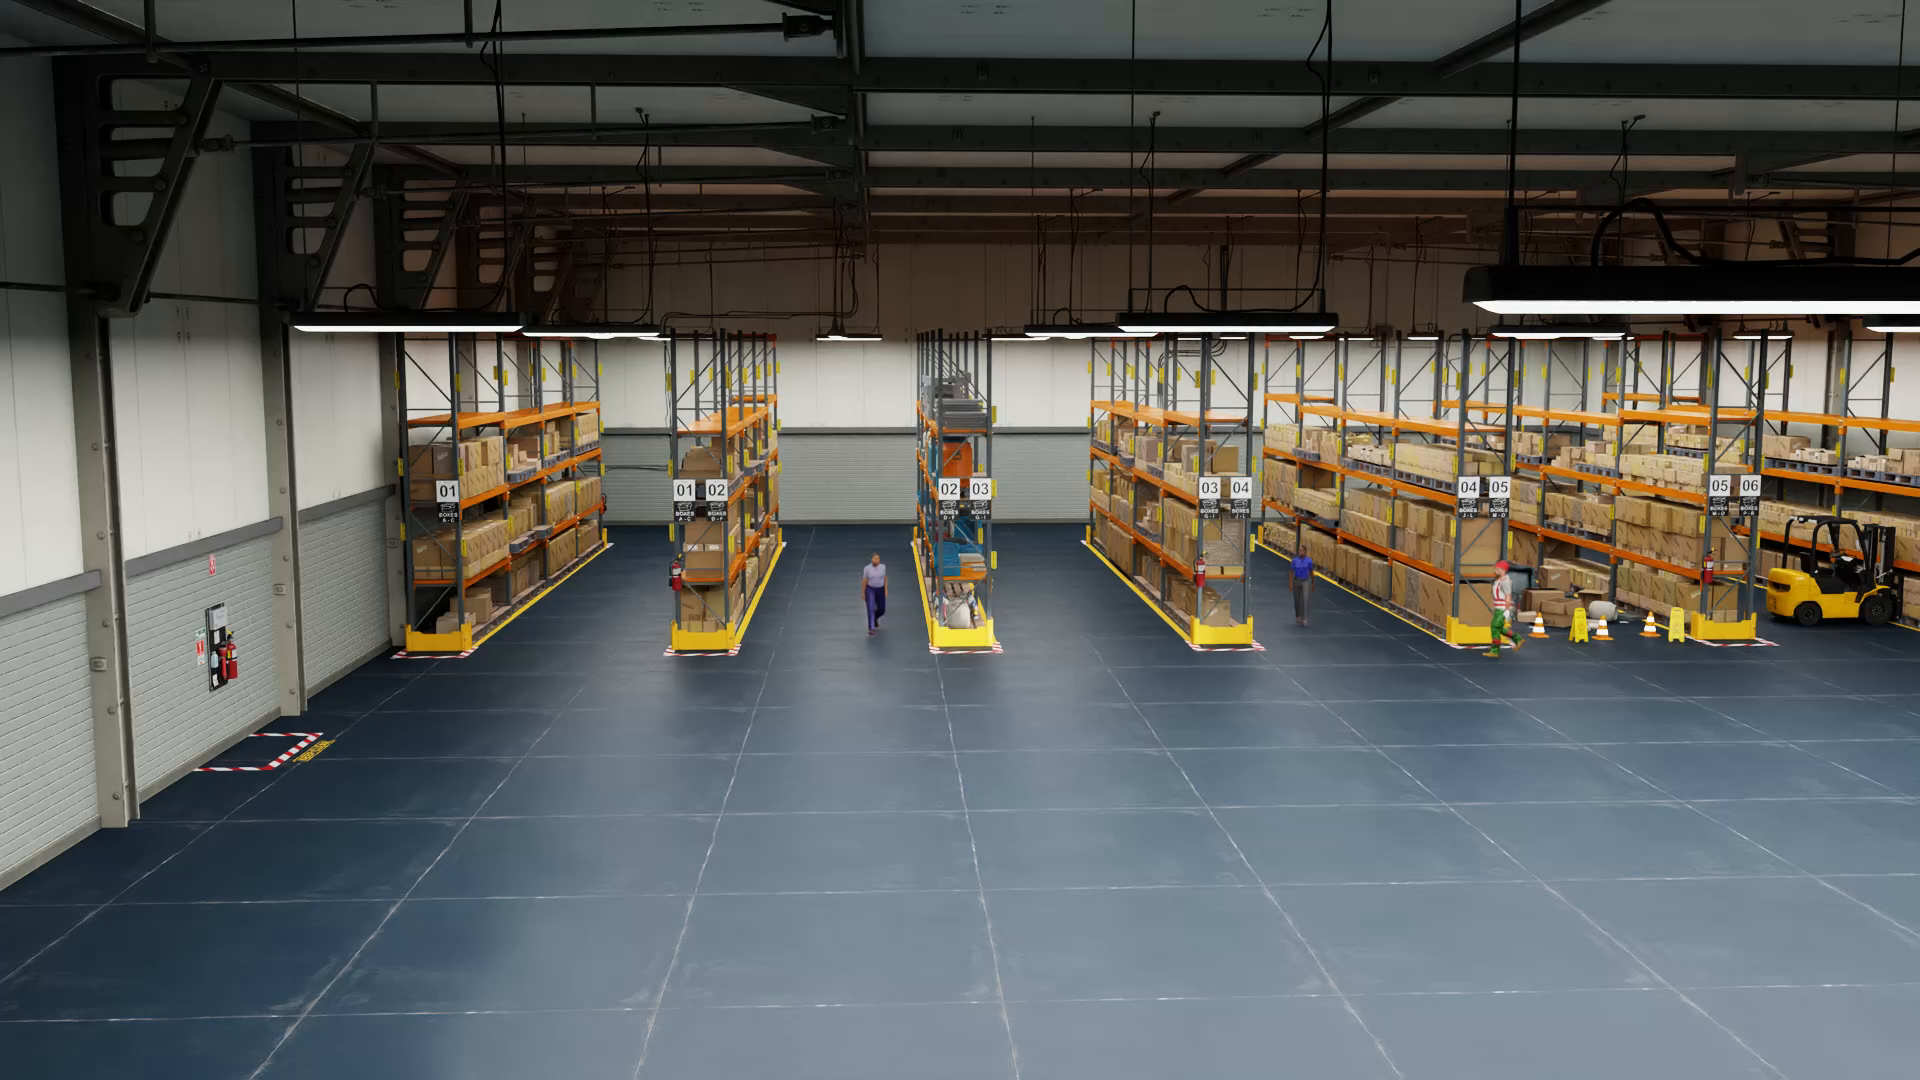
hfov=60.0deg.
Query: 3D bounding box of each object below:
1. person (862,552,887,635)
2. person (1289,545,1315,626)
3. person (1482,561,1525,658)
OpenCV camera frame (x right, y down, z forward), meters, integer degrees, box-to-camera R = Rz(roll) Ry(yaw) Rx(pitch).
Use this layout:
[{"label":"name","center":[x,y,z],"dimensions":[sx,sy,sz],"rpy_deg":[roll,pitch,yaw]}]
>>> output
[{"label":"person","center":[-1.695,1.041,33.011],"dimensions":[0.514,1.594,0.879],"rpy_deg":[-2,7,-20]},{"label":"person","center":[6.971,0.906,33.993],"dimensions":[0.484,1.607,0.948],"rpy_deg":[2,7,20]},{"label":"person","center":[9.962,1.262,30.365],"dimensions":[0.826,1.771,0.557],"rpy_deg":[0,7,2]}]
